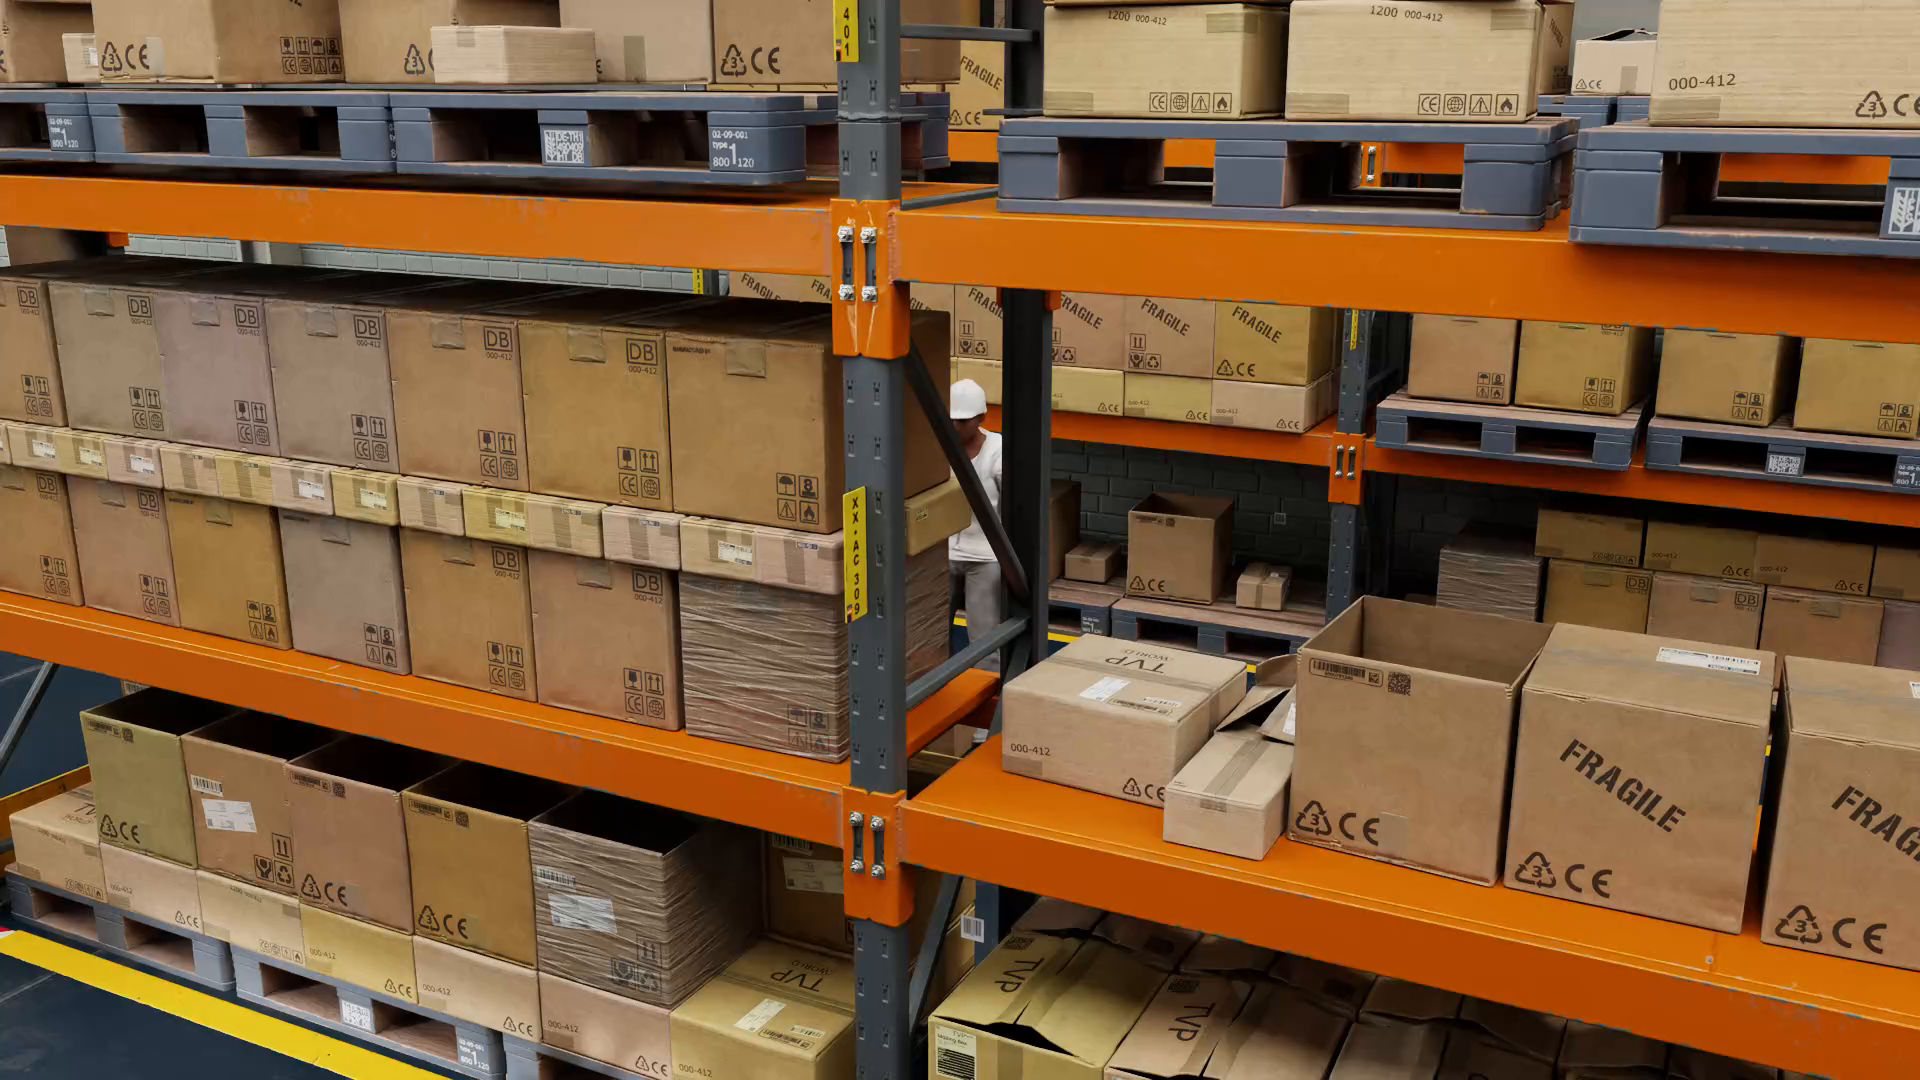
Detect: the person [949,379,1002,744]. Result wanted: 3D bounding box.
[{"bbox_3d":[0.021,0.096,7.918,0.634,1.759,0.459,7,17,22],"label":"person"}]
